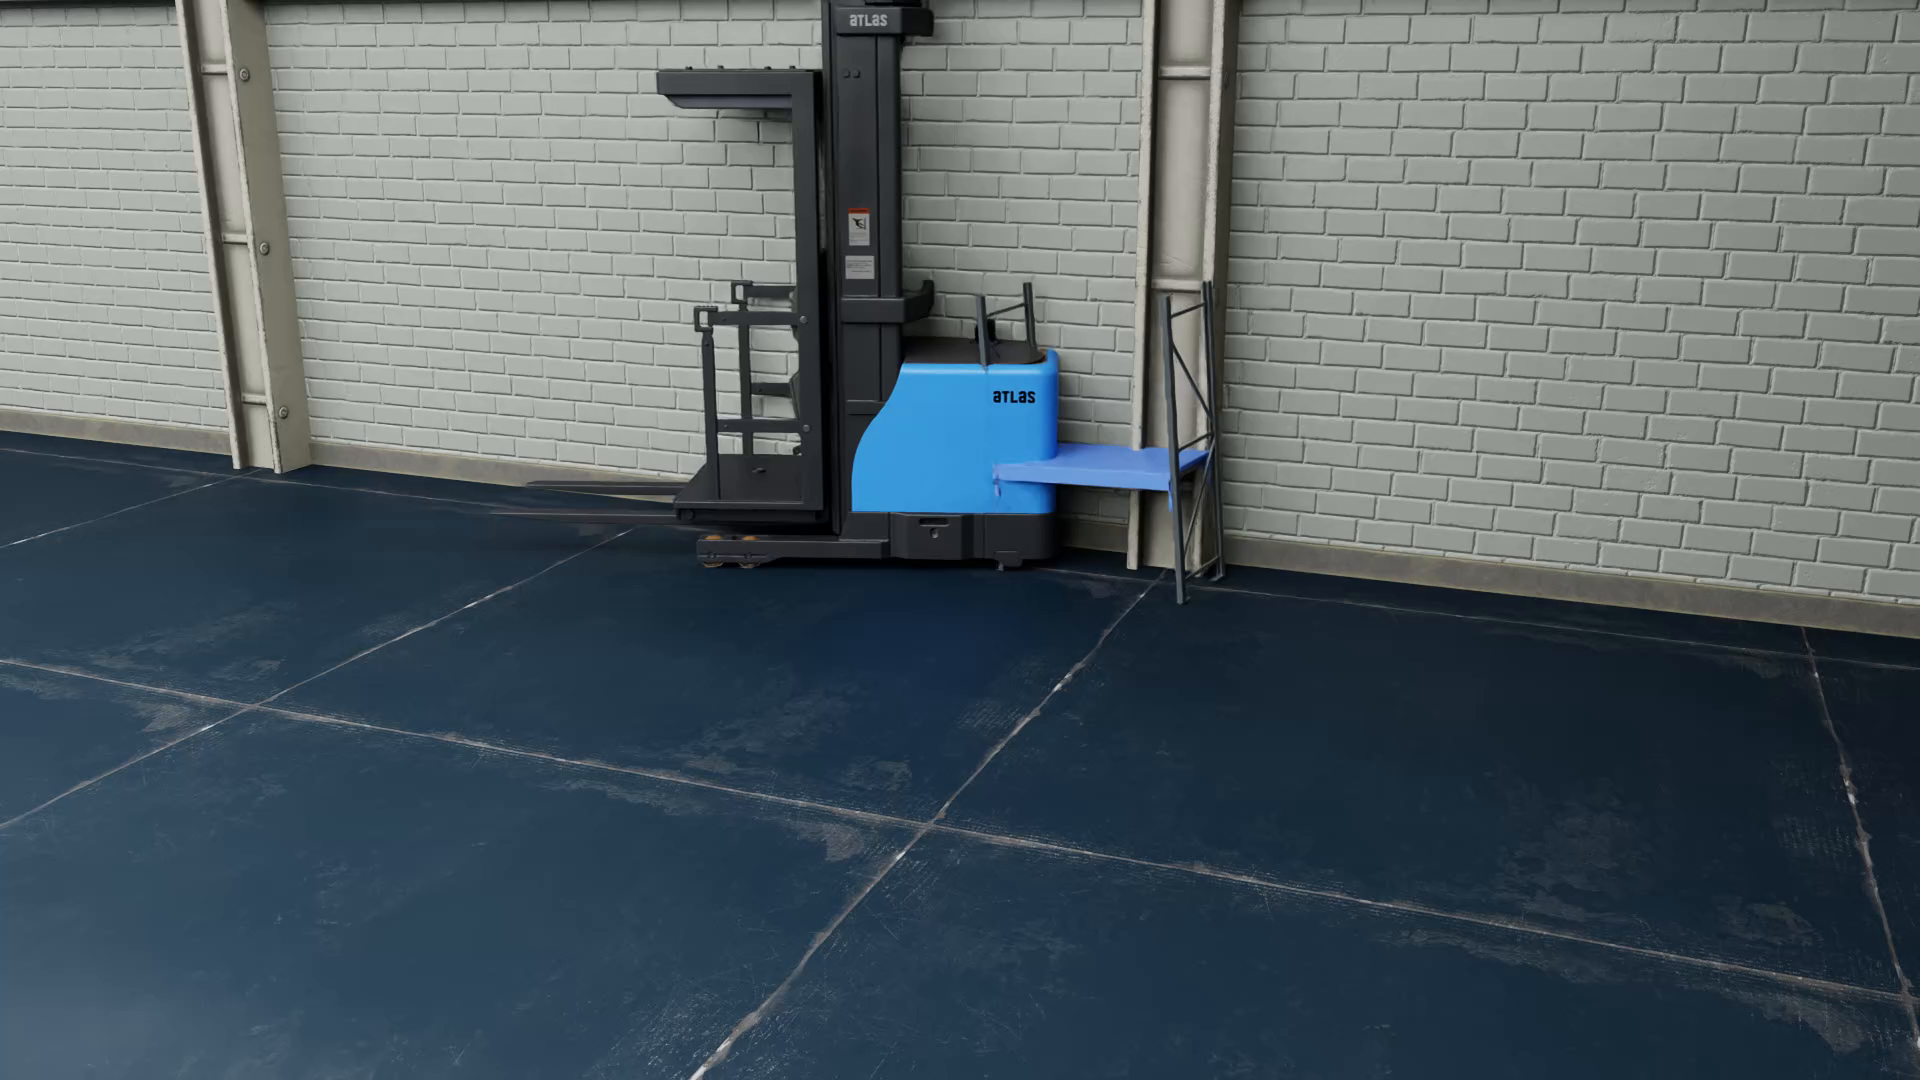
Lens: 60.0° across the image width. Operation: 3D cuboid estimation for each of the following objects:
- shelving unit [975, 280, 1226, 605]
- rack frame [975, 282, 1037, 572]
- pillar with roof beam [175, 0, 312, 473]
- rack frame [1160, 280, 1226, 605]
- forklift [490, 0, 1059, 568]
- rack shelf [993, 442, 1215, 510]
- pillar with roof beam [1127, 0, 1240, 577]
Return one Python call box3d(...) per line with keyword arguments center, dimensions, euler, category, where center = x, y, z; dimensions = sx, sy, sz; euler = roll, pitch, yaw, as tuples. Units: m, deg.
box3d(center=(0.714, -0.512, 8.356), dimensions=(1.048, 1.500, 0.538), euler=(5, 19, 33), category="shelving unit")
box3d(center=(0.289, -0.551, 8.633), dimensions=(0.032, 1.500, 0.500), euler=(5, 19, 33), category="rack frame")
box3d(center=(-6.053, -3.691, 5.746), dimensions=(0.400, 9.000, 9.100), euler=(6, 17, 21), category="pillar with roof beam")
box3d(center=(1.139, -0.474, 8.080), dimensions=(0.032, 1.500, 0.500), euler=(5, 19, 33), category="rack frame")
box3d(center=(-0.980, -1.405, 8.758), dimensions=(3.031, 2.935, 1.130), euler=(1, 16, 3), category="forklift")
box3d(center=(0.730, -0.340, 8.405), dimensions=(1.000, 0.185, 0.538), euler=(5, 19, 33), category="rack shelf")
box3d(center=(-0.471, -3.077, 3.631), dimensions=(0.400, 9.000, 9.100), euler=(6, 17, 21), category="pillar with roof beam")
